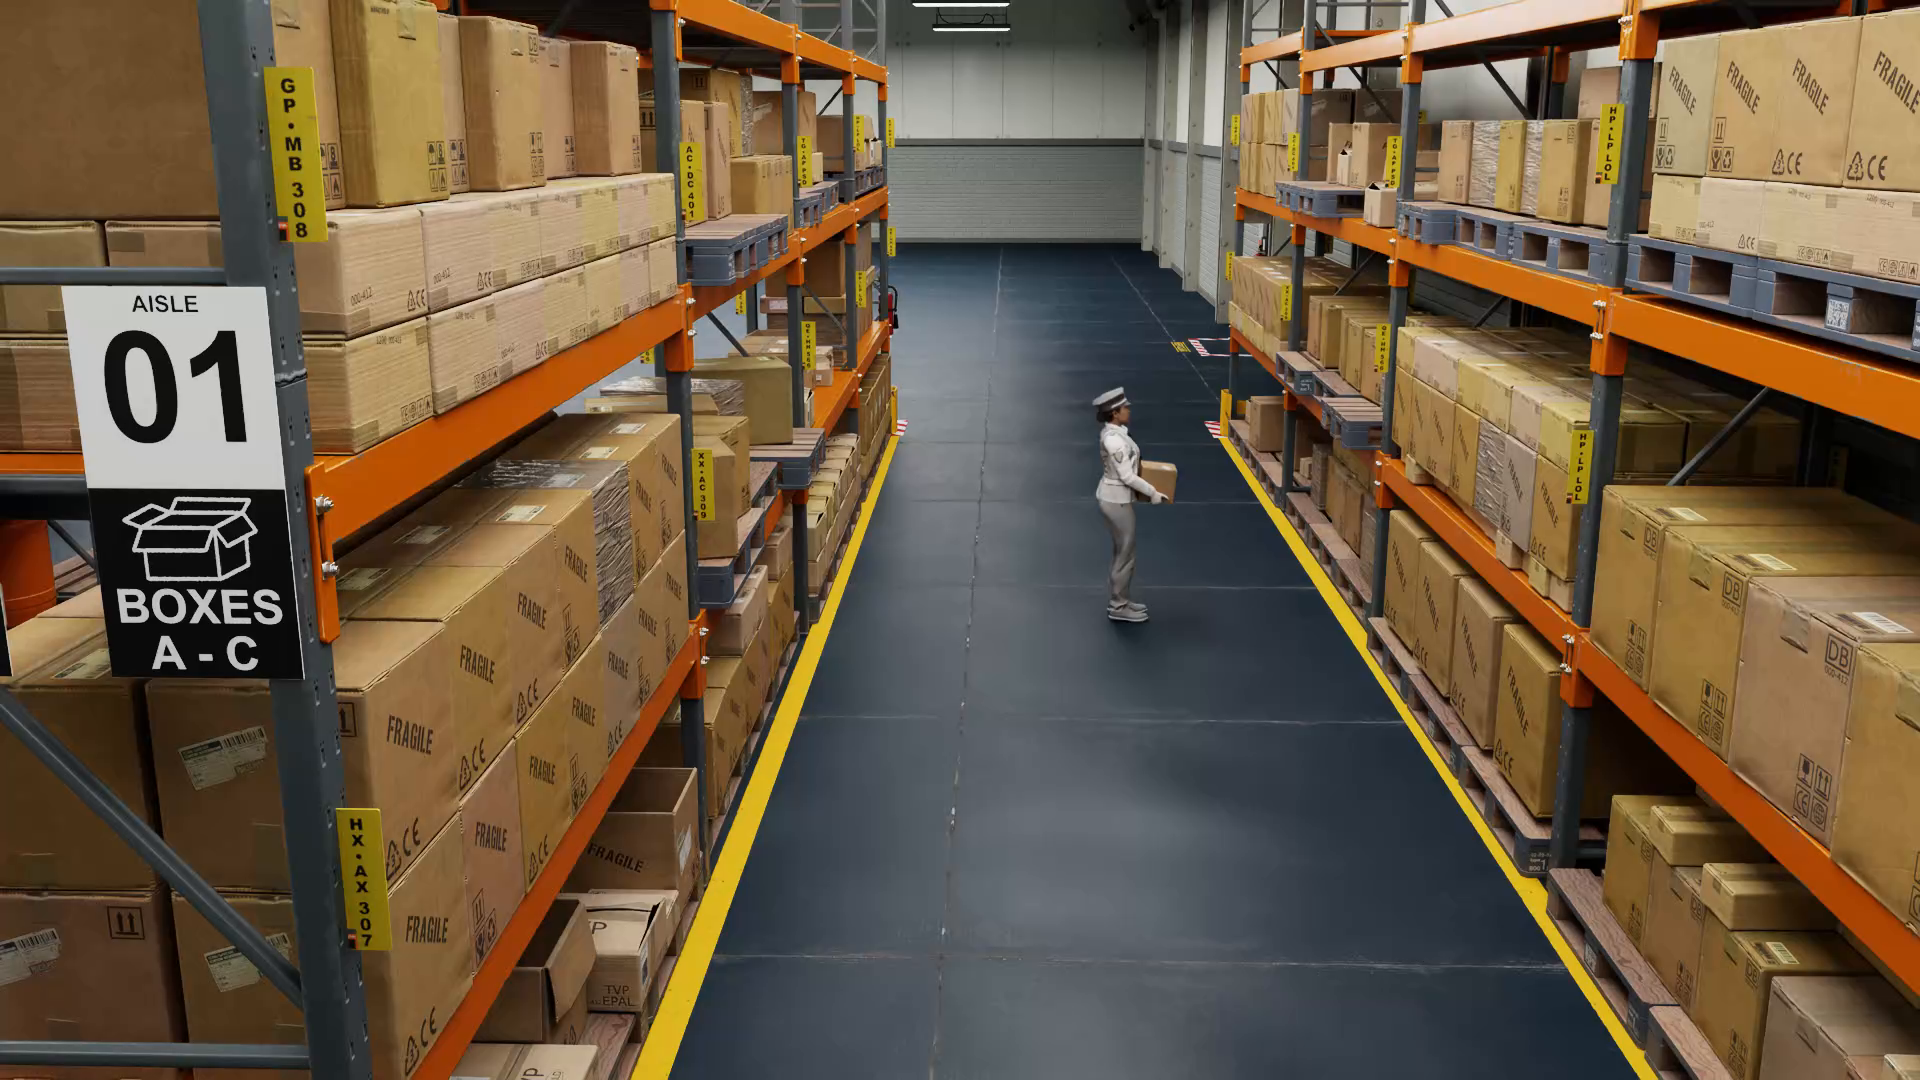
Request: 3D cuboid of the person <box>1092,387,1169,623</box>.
[{"bbox_3d":[1.216,-0.263,11.992,0.550,1.690,0.469,0,14,1],"label":"person"}]
